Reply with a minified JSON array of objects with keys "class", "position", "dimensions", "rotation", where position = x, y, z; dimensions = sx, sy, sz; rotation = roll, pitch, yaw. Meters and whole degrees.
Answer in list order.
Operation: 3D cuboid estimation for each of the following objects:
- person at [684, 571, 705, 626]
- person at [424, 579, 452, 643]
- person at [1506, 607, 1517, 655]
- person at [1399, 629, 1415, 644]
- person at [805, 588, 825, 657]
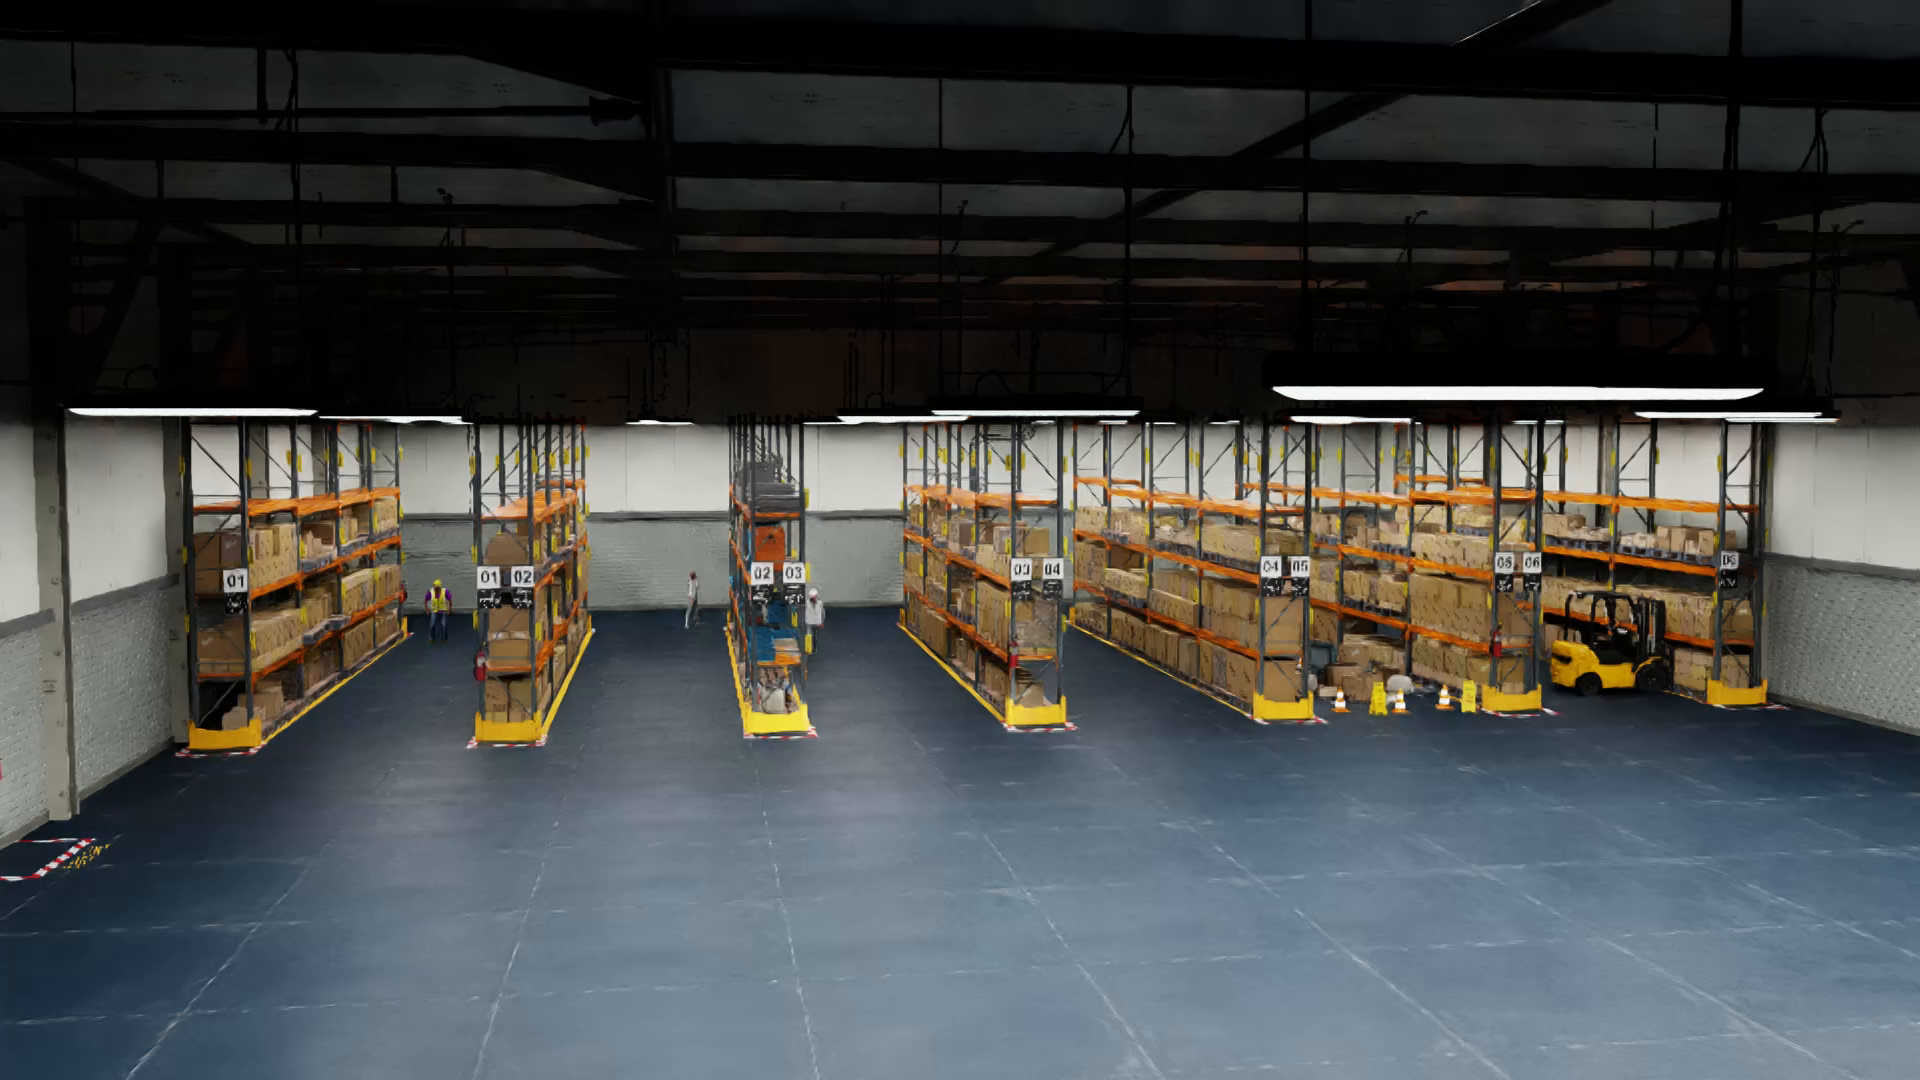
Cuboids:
[{"class":"person","position":[-7.658,1.669,47.740],"dimensions":[0.465,1.592,0.598],"rotation":[1,4,16]},{"class":"person","position":[-13.816,1.881,44.040],"dimensions":[0.719,1.714,0.578],"rotation":[-1,4,-12]},{"class":"person","position":[12.456,2.316,37.674],"dimensions":[0.457,1.675,0.525],"rotation":[1,4,21]},{"class":"person","position":[11.734,1.894,43.806],"dimensions":[0.569,1.668,0.559],"rotation":[1,4,19]},{"class":"person","position":[-3.641,2.043,41.492],"dimensions":[0.543,1.700,1.119],"rotation":[-1,4,-12]}]
